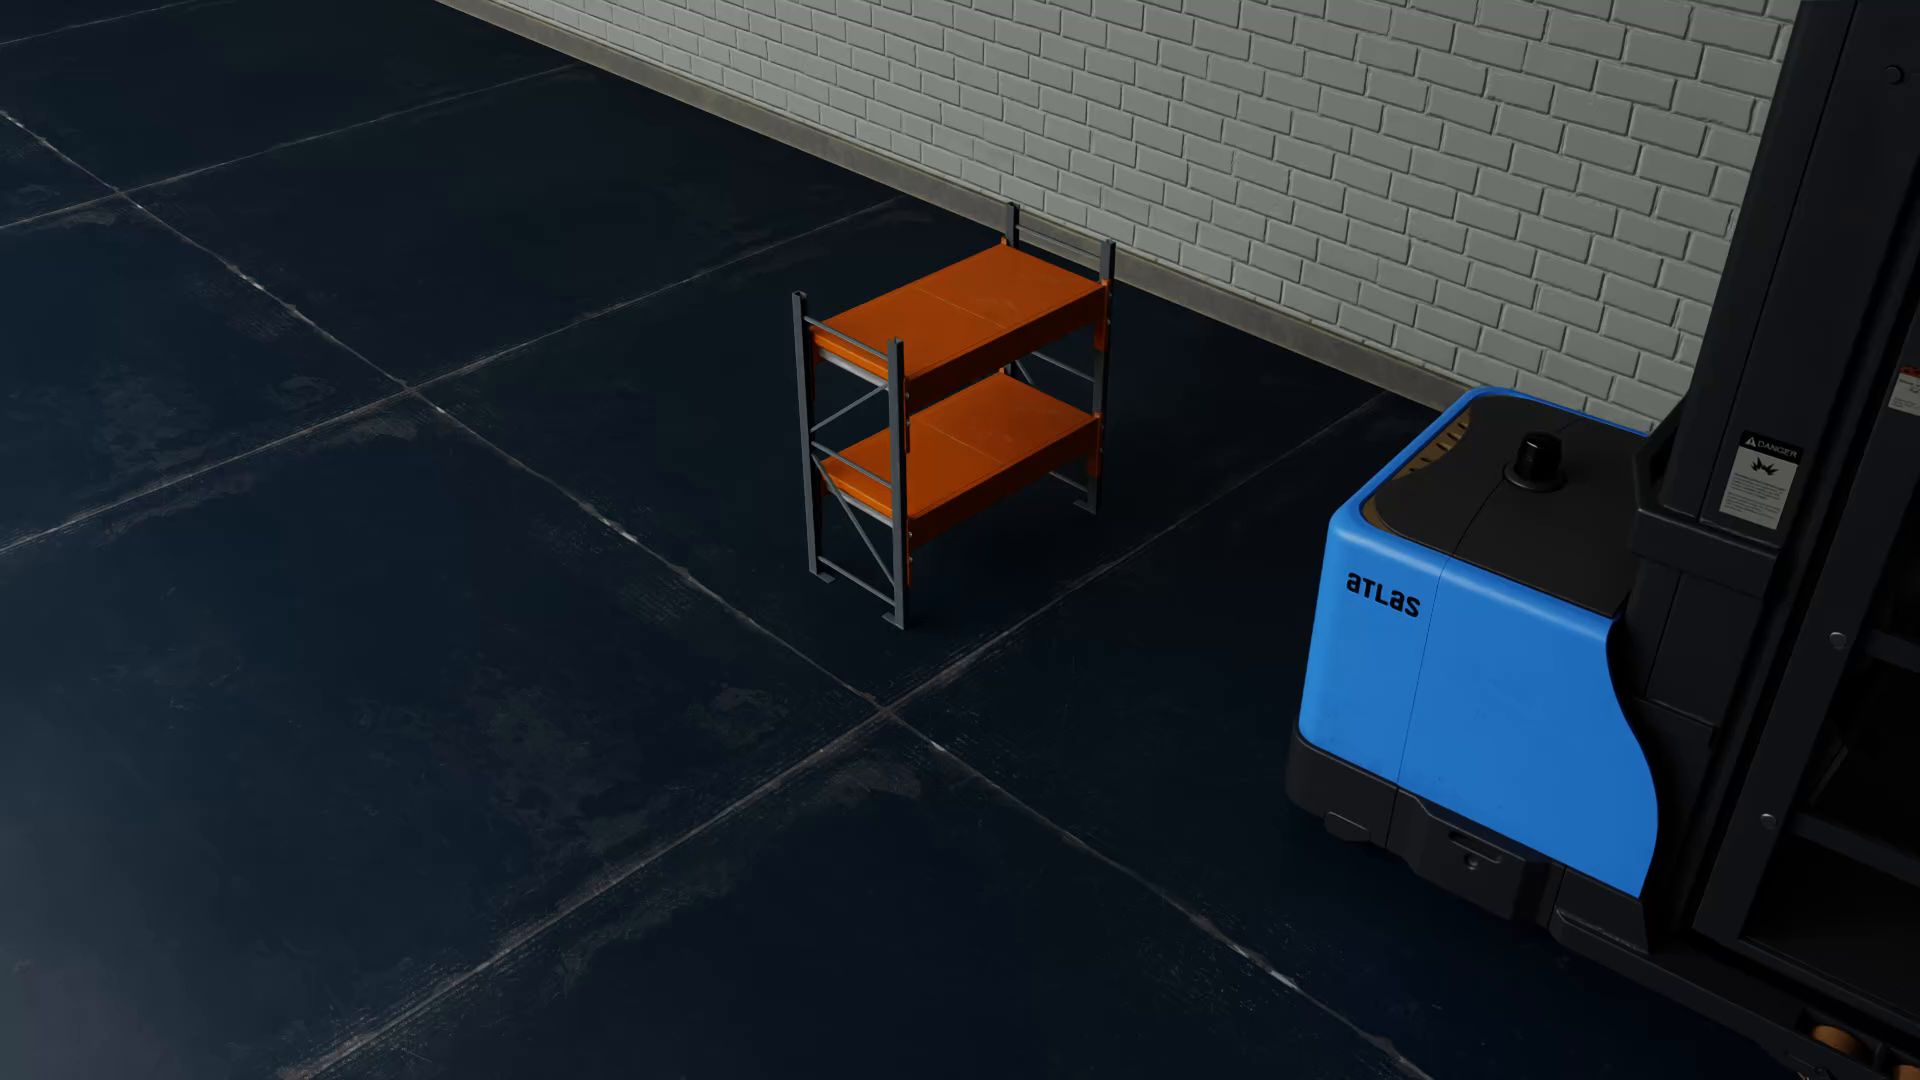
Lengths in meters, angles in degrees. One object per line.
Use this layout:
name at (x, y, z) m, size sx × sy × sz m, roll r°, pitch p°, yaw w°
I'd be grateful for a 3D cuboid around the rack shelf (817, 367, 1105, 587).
rack shelf at (-0.005, -0.258, 6.064) m, size 0.538 × 0.278 × 1.000 m, roll 30°, pitch 45°, yaw 35°

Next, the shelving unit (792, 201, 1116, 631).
shelving unit at (-0.005, -0.459, 5.924) m, size 0.538 × 1.125 × 1.048 m, roll 30°, pitch 45°, yaw 35°

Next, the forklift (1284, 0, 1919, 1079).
forklift at (2.451, -0.073, 3.793) m, size 3.031 × 2.935 × 1.130 m, roll 25°, pitch 42°, yaw 31°

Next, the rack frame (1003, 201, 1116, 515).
rack frame at (0.353, -0.665, 6.220) m, size 0.500 × 1.125 × 0.032 m, roll 30°, pitch 45°, yaw 35°

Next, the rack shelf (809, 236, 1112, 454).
rack shelf at (-0.005, -0.699, 5.757) m, size 0.538 × 0.278 × 1.000 m, roll 30°, pitch 45°, yaw 35°

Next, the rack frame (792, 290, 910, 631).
rack frame at (-0.363, -0.252, 5.628) m, size 0.500 × 1.125 × 0.032 m, roll 30°, pitch 45°, yaw 35°
